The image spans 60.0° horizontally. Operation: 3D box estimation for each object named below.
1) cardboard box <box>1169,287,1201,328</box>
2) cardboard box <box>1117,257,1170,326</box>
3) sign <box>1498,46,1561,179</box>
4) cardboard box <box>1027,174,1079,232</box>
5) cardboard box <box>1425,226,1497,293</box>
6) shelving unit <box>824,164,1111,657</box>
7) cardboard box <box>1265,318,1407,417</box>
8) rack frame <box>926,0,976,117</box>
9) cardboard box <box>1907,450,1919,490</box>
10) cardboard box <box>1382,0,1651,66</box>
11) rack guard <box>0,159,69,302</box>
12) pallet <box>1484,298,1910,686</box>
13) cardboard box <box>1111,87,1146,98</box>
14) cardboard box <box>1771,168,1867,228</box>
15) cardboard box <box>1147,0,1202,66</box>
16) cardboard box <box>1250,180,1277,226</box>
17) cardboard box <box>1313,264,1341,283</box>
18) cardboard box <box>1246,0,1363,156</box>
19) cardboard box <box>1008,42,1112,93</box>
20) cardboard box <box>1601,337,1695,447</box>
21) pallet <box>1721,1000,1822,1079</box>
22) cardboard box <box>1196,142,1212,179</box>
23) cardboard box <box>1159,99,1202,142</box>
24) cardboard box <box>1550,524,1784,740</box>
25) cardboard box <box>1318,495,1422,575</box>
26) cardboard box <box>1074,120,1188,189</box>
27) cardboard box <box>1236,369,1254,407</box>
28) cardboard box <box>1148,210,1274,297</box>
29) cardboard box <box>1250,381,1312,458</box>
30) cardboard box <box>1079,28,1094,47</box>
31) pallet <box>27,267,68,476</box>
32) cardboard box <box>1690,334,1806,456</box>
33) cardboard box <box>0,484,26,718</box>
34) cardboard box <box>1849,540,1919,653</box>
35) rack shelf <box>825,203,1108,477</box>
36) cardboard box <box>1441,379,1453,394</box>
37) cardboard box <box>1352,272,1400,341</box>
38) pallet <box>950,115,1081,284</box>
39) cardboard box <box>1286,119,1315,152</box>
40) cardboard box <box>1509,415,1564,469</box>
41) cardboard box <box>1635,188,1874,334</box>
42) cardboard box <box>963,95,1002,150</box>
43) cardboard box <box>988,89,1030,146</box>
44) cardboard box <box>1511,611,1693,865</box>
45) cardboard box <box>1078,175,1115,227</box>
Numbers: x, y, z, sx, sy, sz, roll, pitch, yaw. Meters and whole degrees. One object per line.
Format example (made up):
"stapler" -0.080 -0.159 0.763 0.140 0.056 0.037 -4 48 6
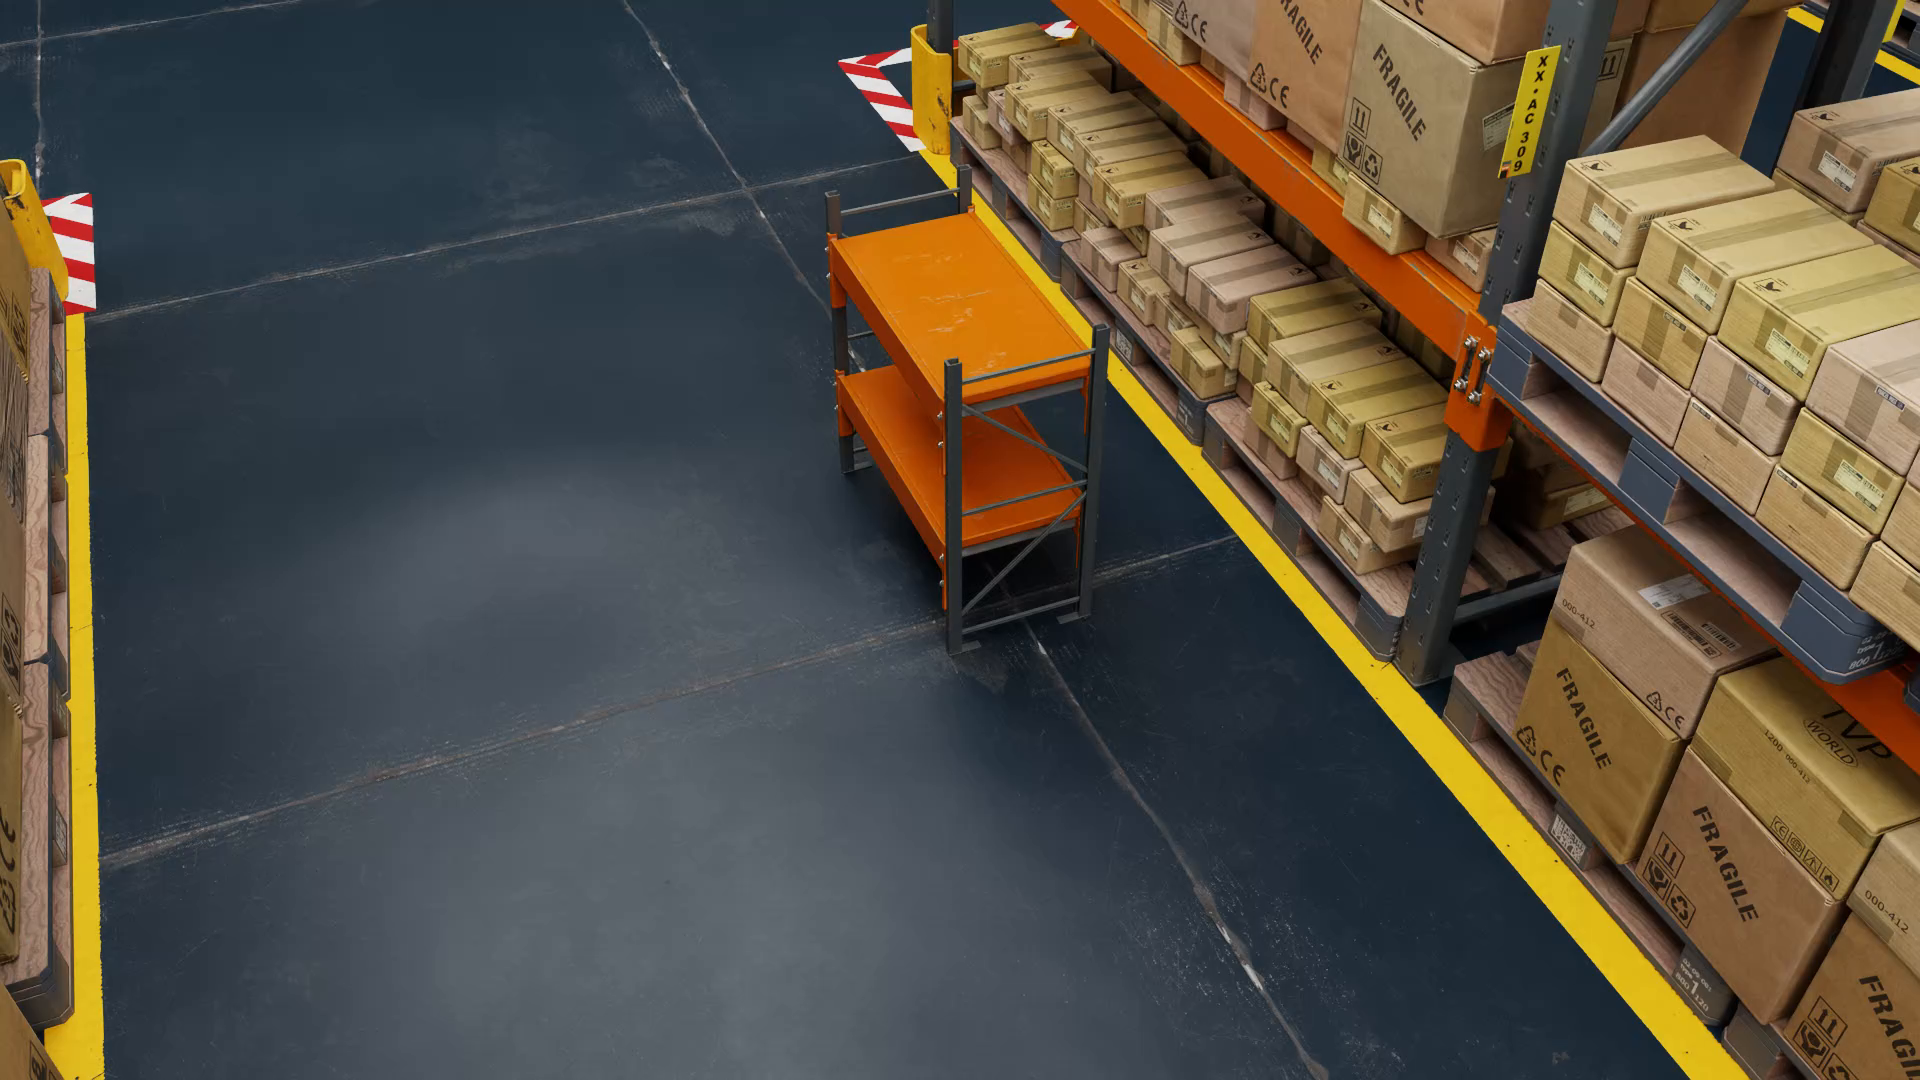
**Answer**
"cardboard box" 1.006 -0.939 6.177 0.380 0.149 0.250 -17 44 -19
"cardboard box" 0.837 -0.993 6.469 0.380 0.149 0.250 -15 43 -17
"sign" 1.360 -1.018 3.969 0.100 0.325 0.005 -15 43 -17
"cardboard box" 0.507 -1.455 7.006 0.380 0.149 0.250 -15 43 -16
"cardboard box" 1.533 -0.848 4.628 0.380 0.149 0.250 -16 43 -17
"shelving unit" -0.003 -0.431 5.388 0.538 1.125 1.048 -15 43 -17
"cardboard box" 1.246 -0.575 5.526 0.380 0.149 0.250 -15 43 -17
"rack frame" 0.328 -3.239 7.216 1.000 3.000 0.127 -15 43 -17
"cardboard box" 1.984 -0.140 3.027 0.380 0.149 0.250 -15 43 -17
"cardboard box" 1.429 -1.575 4.209 0.500 0.500 0.500 -17 43 -18
"rack guard" -4.302 -1.129 6.680 1.175 0.500 0.348 -15 43 -17
"pallet" 2.017 -0.260 3.899 1.003 0.211 1.213 -15 43 -17
"cardboard box" 0.844 -2.013 7.426 0.380 0.149 0.250 -16 43 -18
"cardboard box" 2.194 -0.816 4.041 0.380 0.149 0.250 -14 43 -16
"cardboard box" 0.869 -1.772 5.702 0.380 0.149 0.250 -14 43 -16
"cardboard box" 1.344 -1.340 6.416 0.380 0.149 0.250 -15 43 -17
"cardboard box" 1.525 -0.922 6.157 0.380 0.149 0.250 -13 42 -15
"cardboard box" 1.215 -1.514 4.905 0.500 0.500 0.500 -16 43 -18
"cardboard box" 0.432 -2.007 7.191 0.380 0.149 0.250 -14 43 -16
"cardboard box" 1.696 -0.376 3.757 0.380 0.149 0.250 -14 43 -16
"pallet" 2.629 1.432 3.922 1.003 0.211 1.213 -15 43 -17
"cardboard box" 1.205 -1.562 6.902 0.380 0.149 0.250 -14 43 -16
"cardboard box" 1.065 -1.825 6.980 0.380 0.149 0.250 -17 43 -19
"cardboard box" 1.898 0.186 4.253 0.500 0.250 0.500 -17 44 -19
"cardboard box" 1.394 -0.059 5.383 0.380 0.149 0.250 -15 43 -16
"cardboard box" 0.678 -1.525 6.631 0.380 0.149 0.250 -14 43 -15
"cardboard box" 1.223 -0.569 5.975 0.380 0.149 0.250 -16 43 -18
"cardboard box" 0.915 -1.050 6.079 0.380 0.149 0.250 -17 43 -18
"cardboard box" 1.211 -0.448 5.607 0.380 0.149 0.250 -17 43 -18
"cardboard box" 0.765 -2.287 7.517 0.380 0.149 0.250 -15 43 -16
"pallet" -3.915 -0.543 6.220 1.003 0.211 1.213 -15 43 -17
"cardboard box" 1.785 -0.343 3.491 0.380 0.149 0.250 -14 43 -16
"cardboard box" -3.285 0.034 4.718 0.875 0.875 0.875 -15 43 -17
"cardboard box" 1.981 0.080 3.227 0.380 0.149 0.250 -17 44 -19
"rack shelf" -0.003 -0.652 5.197 0.538 0.278 1.000 -15 43 -17
"cardboard box" 1.836 -0.449 5.608 0.380 0.149 0.250 -15 43 -17
"cardboard box" 1.605 -0.865 5.863 0.380 0.149 0.250 -16 43 -18
"pallet" 0.636 -1.638 7.493 1.003 0.211 1.213 -15 43 -17
"cardboard box" 1.252 -1.324 5.182 0.380 0.149 0.250 -16 43 -18
"cardboard box" 1.918 -0.393 5.314 0.380 0.149 0.250 -13 42 -15
"cardboard box" 1.697 -0.601 3.562 0.380 0.149 0.250 -14 43 -16
"cardboard box" 0.233 -1.922 7.549 0.380 0.149 0.250 -14 43 -16
"cardboard box" 0.344 -1.871 7.262 0.380 0.149 0.250 -15 43 -17
"cardboard box" 1.897 0.470 4.498 0.500 0.500 0.500 -14 43 -15
"cardboard box" 0.707 -1.428 6.747 0.380 0.149 0.250 -17 44 -19
